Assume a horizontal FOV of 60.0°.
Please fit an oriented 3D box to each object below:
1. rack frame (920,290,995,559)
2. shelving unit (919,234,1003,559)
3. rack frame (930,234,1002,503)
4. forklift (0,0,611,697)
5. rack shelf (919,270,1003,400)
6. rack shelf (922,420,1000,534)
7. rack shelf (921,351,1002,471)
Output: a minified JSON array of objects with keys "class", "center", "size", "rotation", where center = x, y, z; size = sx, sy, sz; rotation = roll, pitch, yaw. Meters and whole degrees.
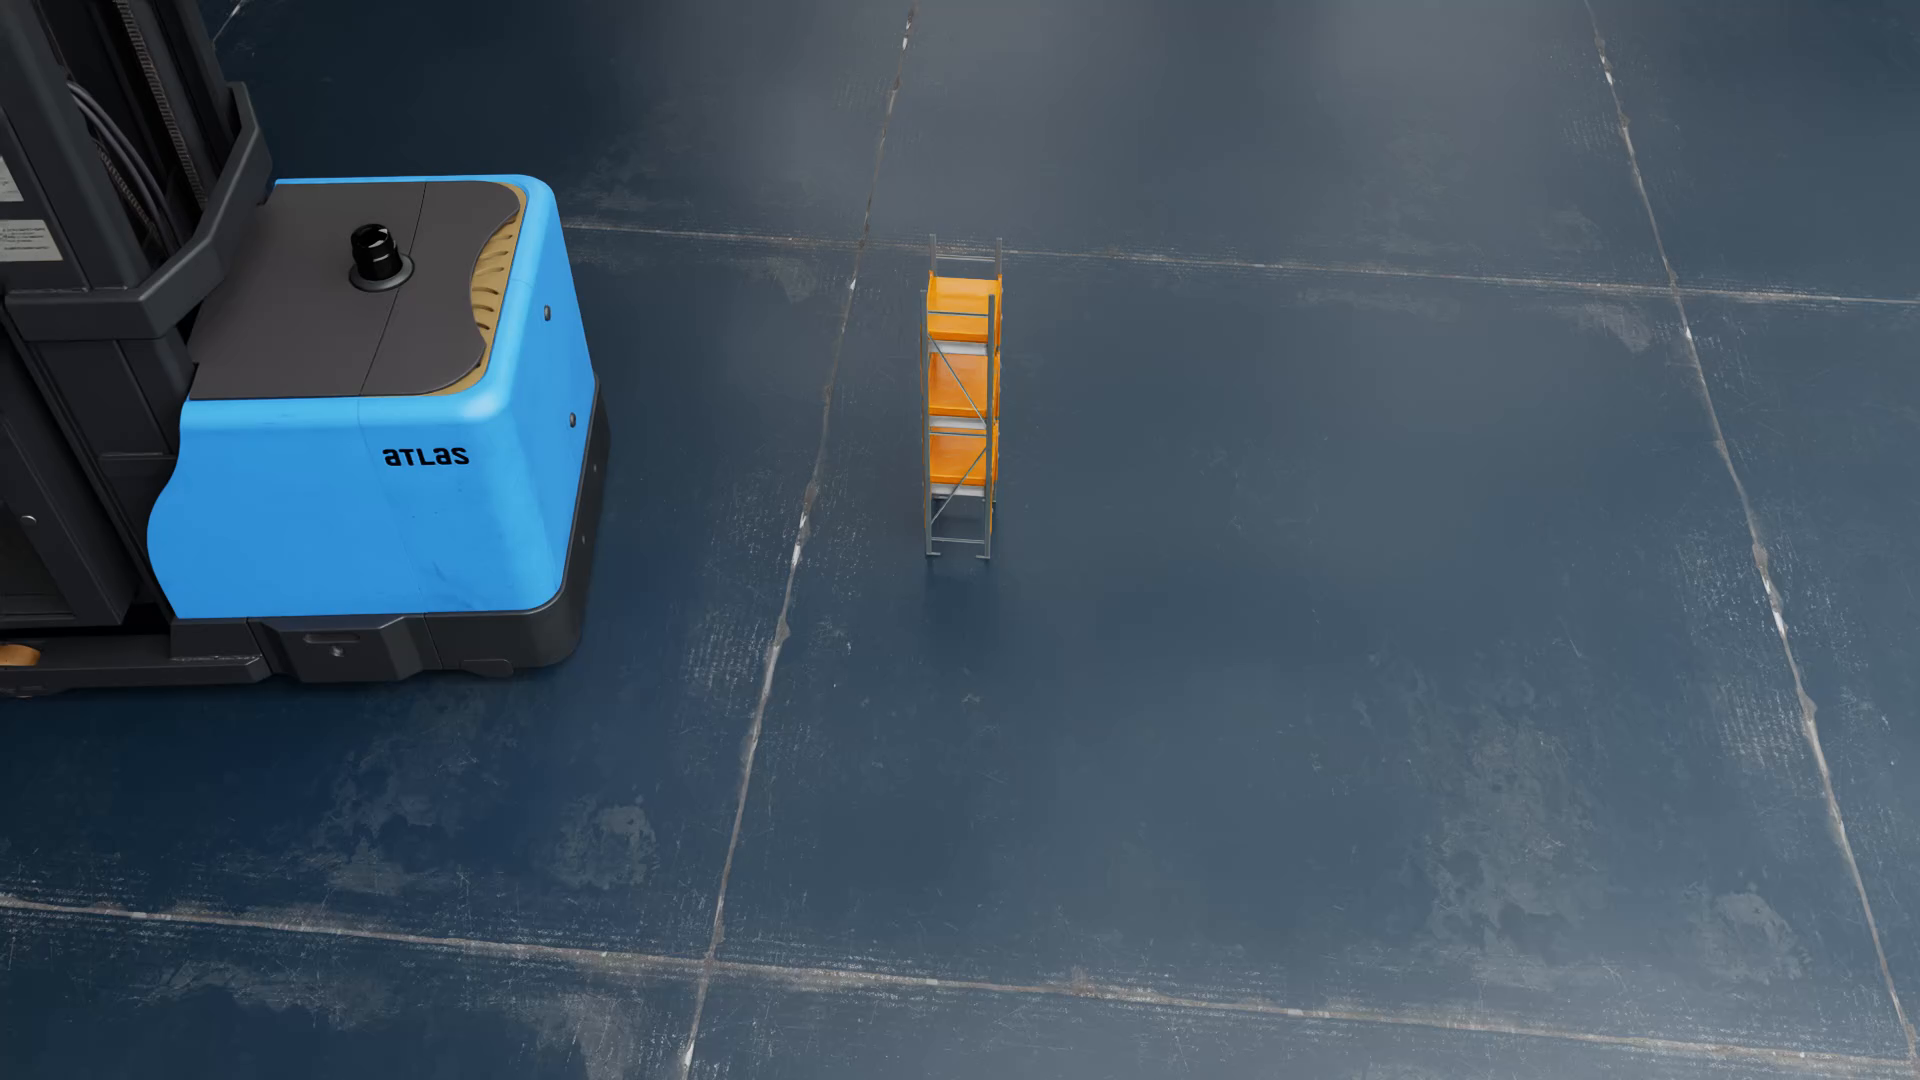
[{"class":"rack frame","center":[-0.006,-0.304,4.817],"size":[0.200,1.050,0.008],"rotation":[4,48,4]},{"class":"shelving unit","center":[0.005,-0.394,4.899],"size":[0.215,1.050,0.252],"rotation":[4,48,4]},{"class":"rack frame","center":[0.016,-0.483,4.981],"size":[0.200,1.050,0.008],"rotation":[4,48,4]},{"class":"forklift","center":[-2.646,-0.926,4.111],"size":[3.031,2.935,1.130],"rotation":[-1,48,-1]},{"class":"rack shelf","center":[0.005,-0.578,4.697],"size":[0.215,0.259,0.240],"rotation":[4,48,4]},{"class":"rack shelf","center":[0.005,-0.199,5.111],"size":[0.215,0.259,0.240],"rotation":[4,48,4]},{"class":"rack shelf","center":[0.005,-0.386,4.906],"size":[0.215,0.259,0.240],"rotation":[4,48,4]}]
